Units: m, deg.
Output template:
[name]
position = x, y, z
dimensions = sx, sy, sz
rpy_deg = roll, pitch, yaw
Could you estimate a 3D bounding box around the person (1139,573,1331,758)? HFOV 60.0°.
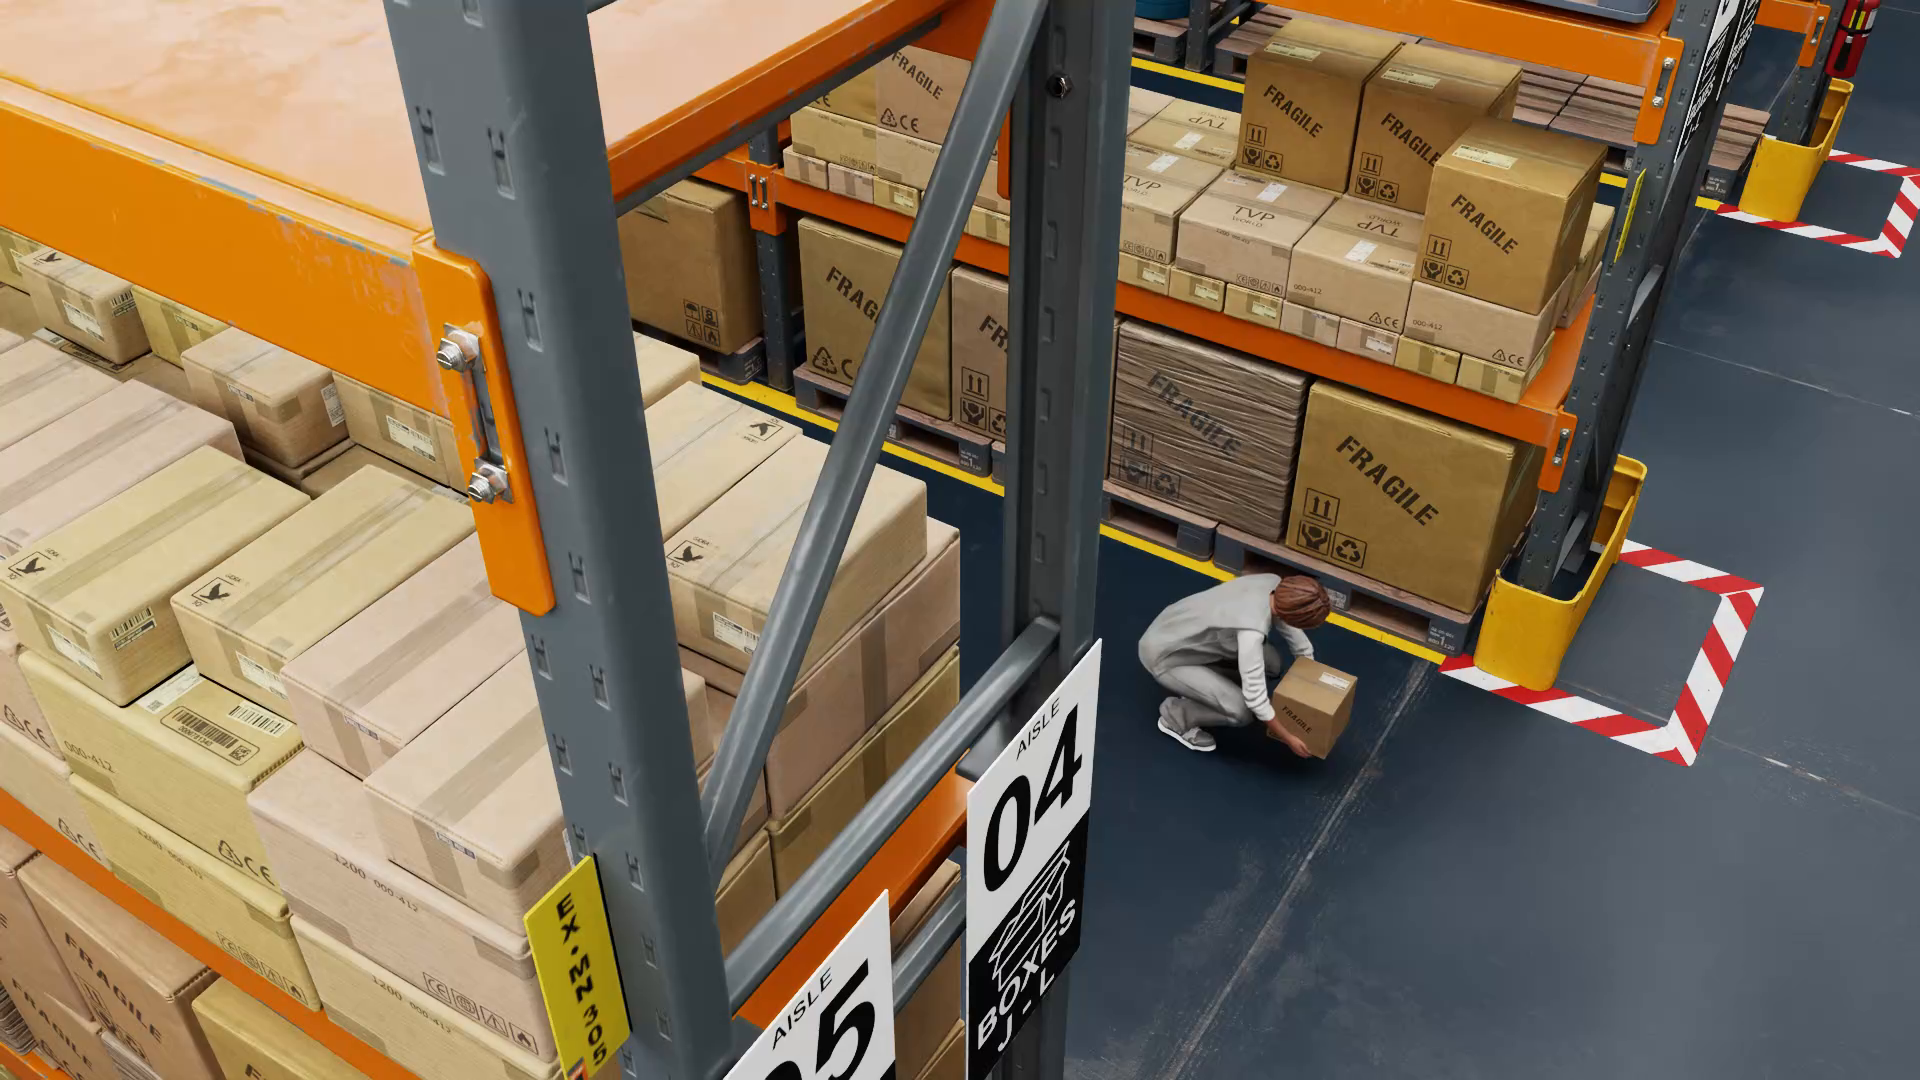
[person]
position = 1.115, 0.462, 6.669
dimensions = 0.804, 0.877, 0.463
rpy_deg = 22, 44, 25
